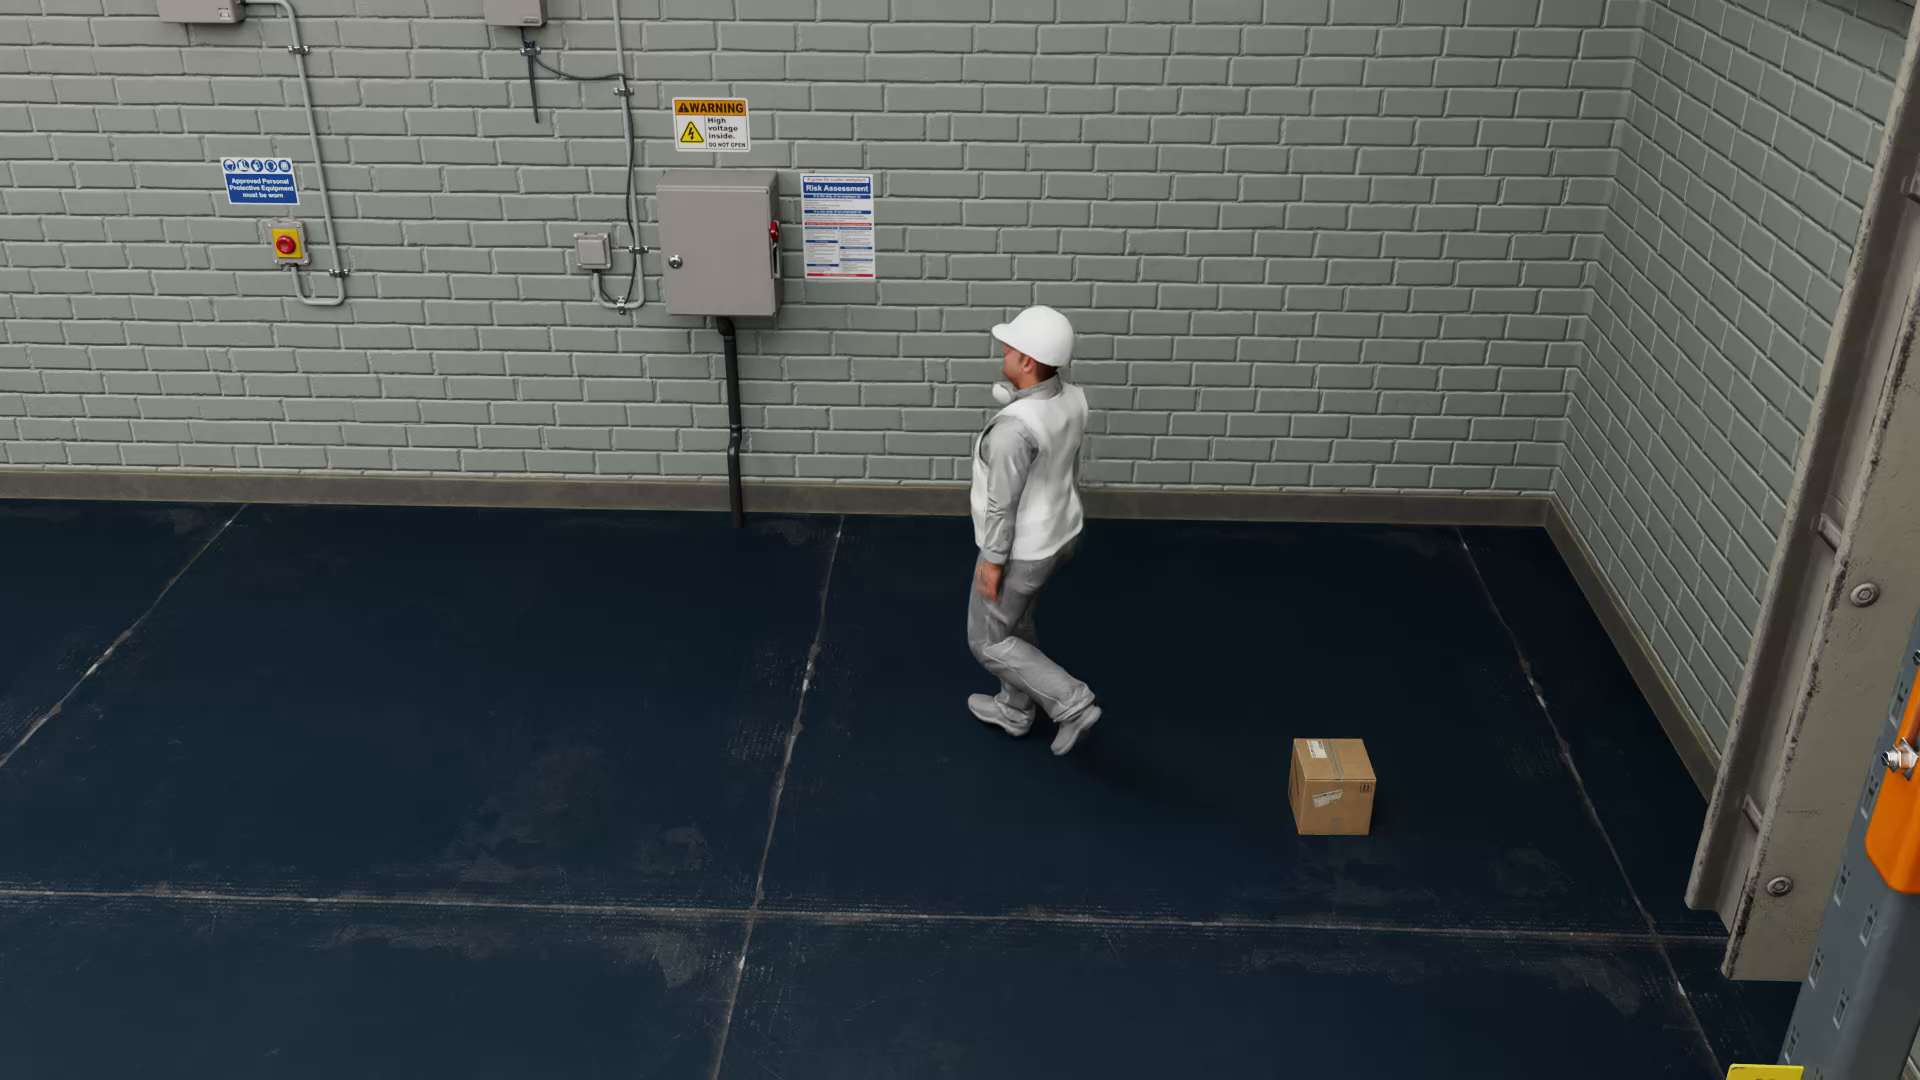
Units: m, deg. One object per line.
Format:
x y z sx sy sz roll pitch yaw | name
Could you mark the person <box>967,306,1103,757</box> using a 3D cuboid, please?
0.284 0.004 6.056 0.670 1.759 0.539 17 32 29 | person
